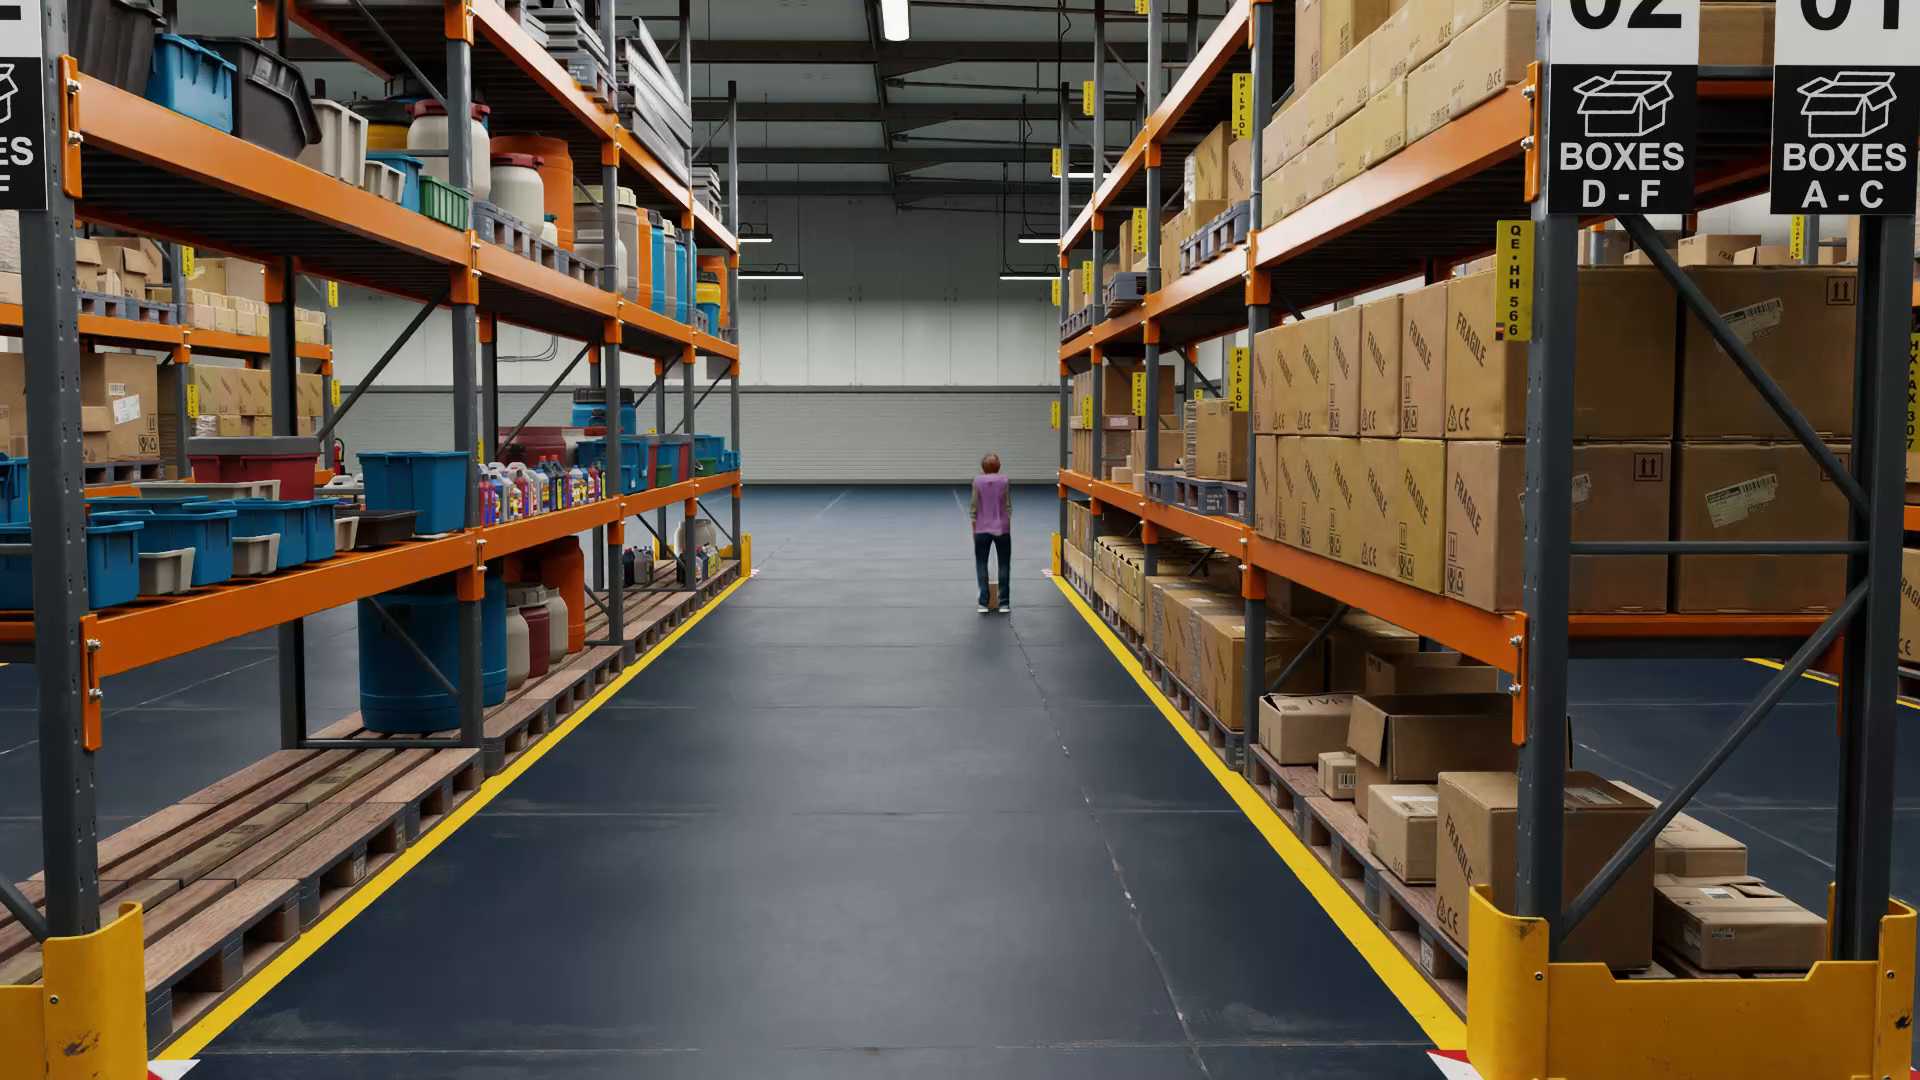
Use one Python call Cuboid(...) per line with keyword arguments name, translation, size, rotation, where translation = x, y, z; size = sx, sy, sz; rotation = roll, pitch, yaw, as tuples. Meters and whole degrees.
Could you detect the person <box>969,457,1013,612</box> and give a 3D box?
Cuboid(name="person", translation=(0.300, -0.045, 16.381), size=(0.433, 1.538, 0.417), rotation=(0, 4, 3))
